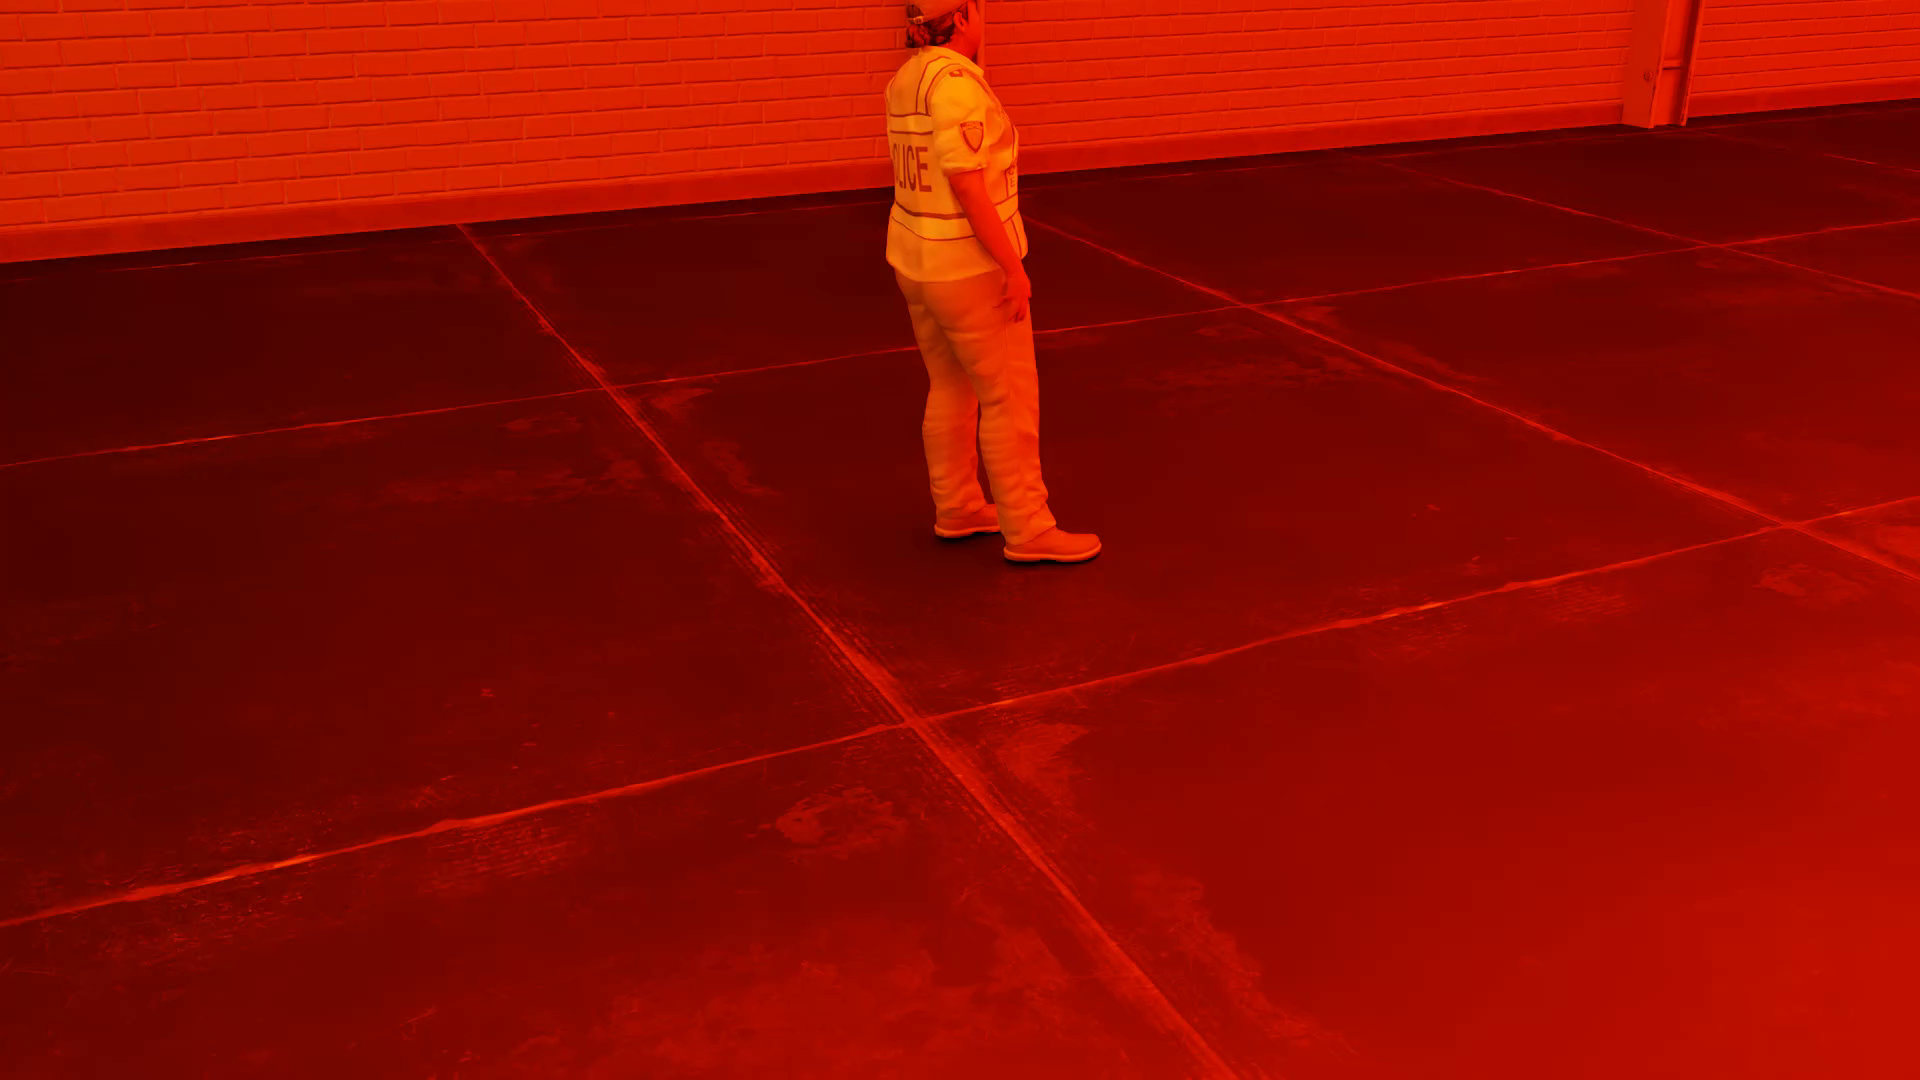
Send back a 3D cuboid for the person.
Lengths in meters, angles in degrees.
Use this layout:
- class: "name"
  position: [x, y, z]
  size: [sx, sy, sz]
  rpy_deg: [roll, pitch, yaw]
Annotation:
- class: "person"
  position: [0.079, -0.780, 4.795]
  size: [0.529, 1.670, 0.598]
  rpy_deg: [-10, 25, -23]
